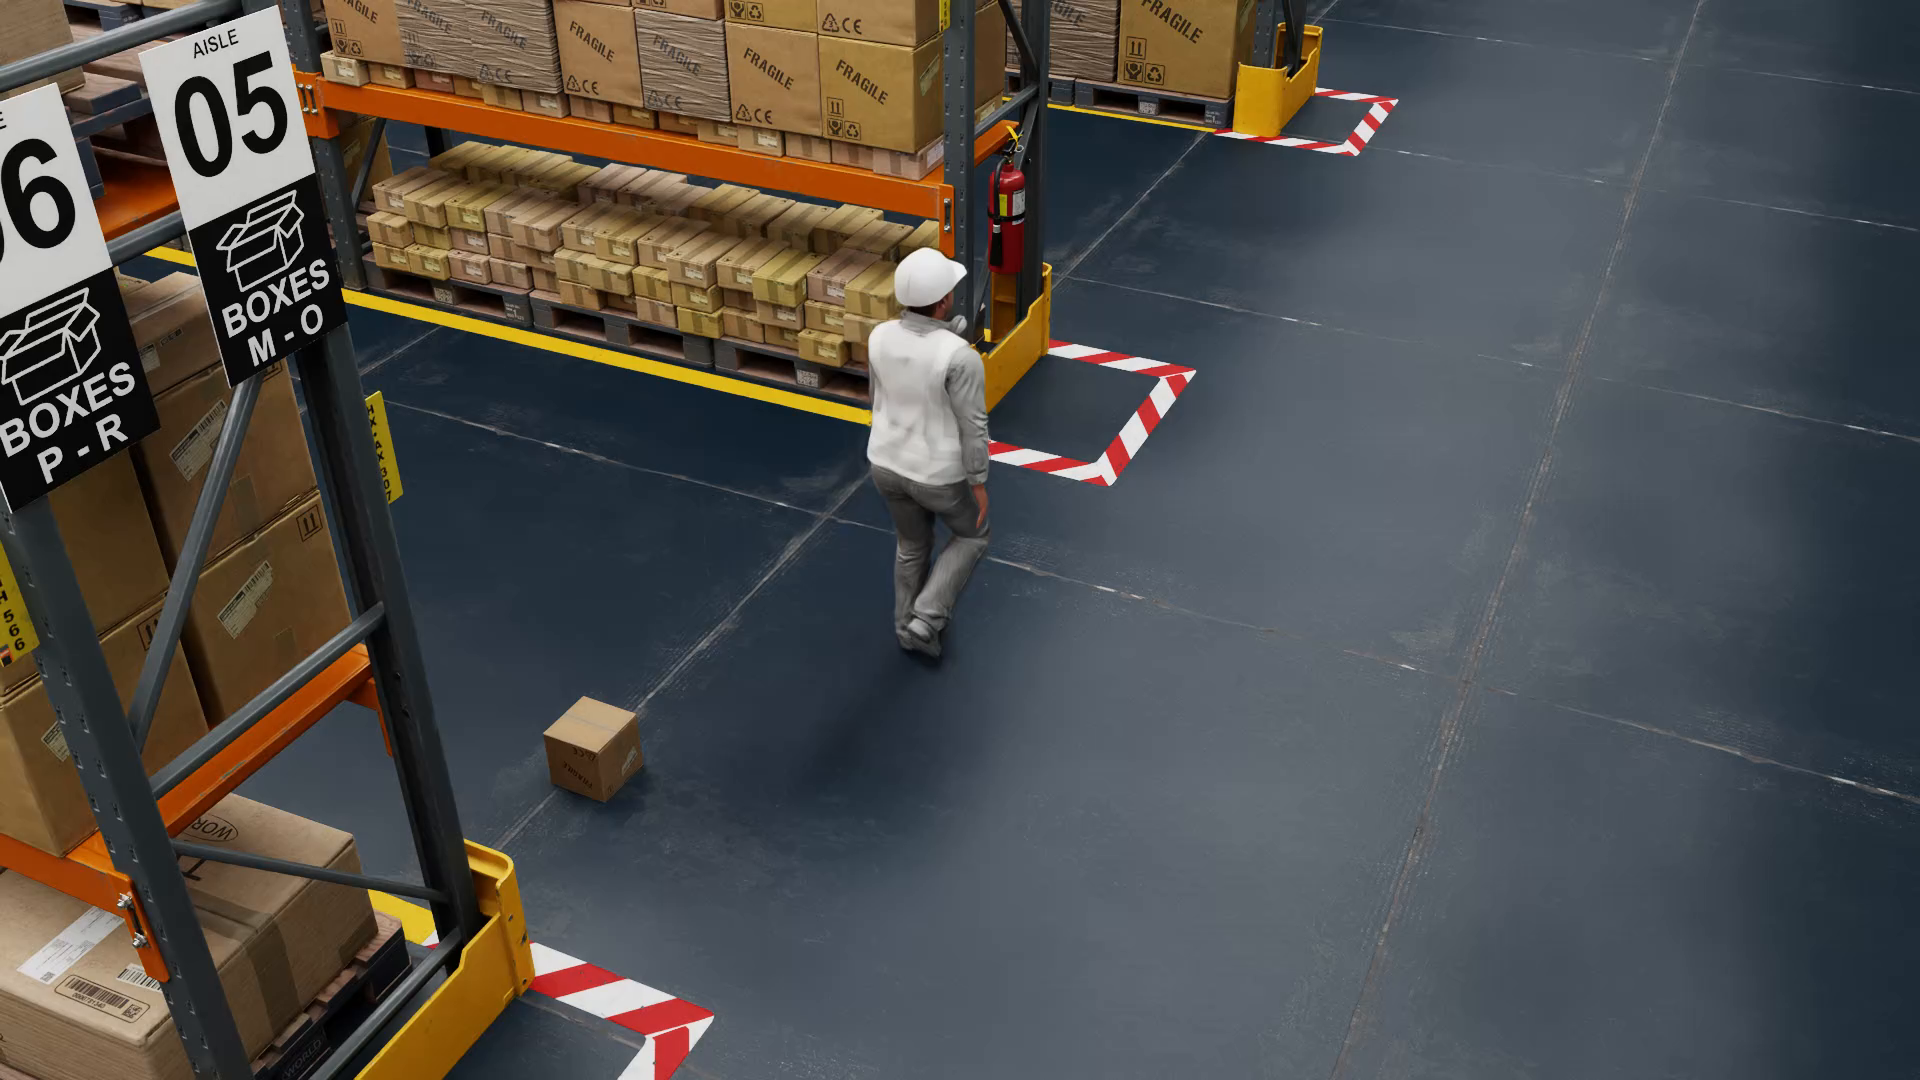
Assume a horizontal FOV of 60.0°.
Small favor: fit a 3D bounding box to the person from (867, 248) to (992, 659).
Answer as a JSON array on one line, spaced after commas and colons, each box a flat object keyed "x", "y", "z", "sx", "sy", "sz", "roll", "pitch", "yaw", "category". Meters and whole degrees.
[{"x": -0.108, "y": -0.302, "z": 6.542, "sx": 0.586, "sy": 1.759, "sz": 0.512, "roll": 18, "pitch": 38, "yaw": 25, "category": "person"}]
